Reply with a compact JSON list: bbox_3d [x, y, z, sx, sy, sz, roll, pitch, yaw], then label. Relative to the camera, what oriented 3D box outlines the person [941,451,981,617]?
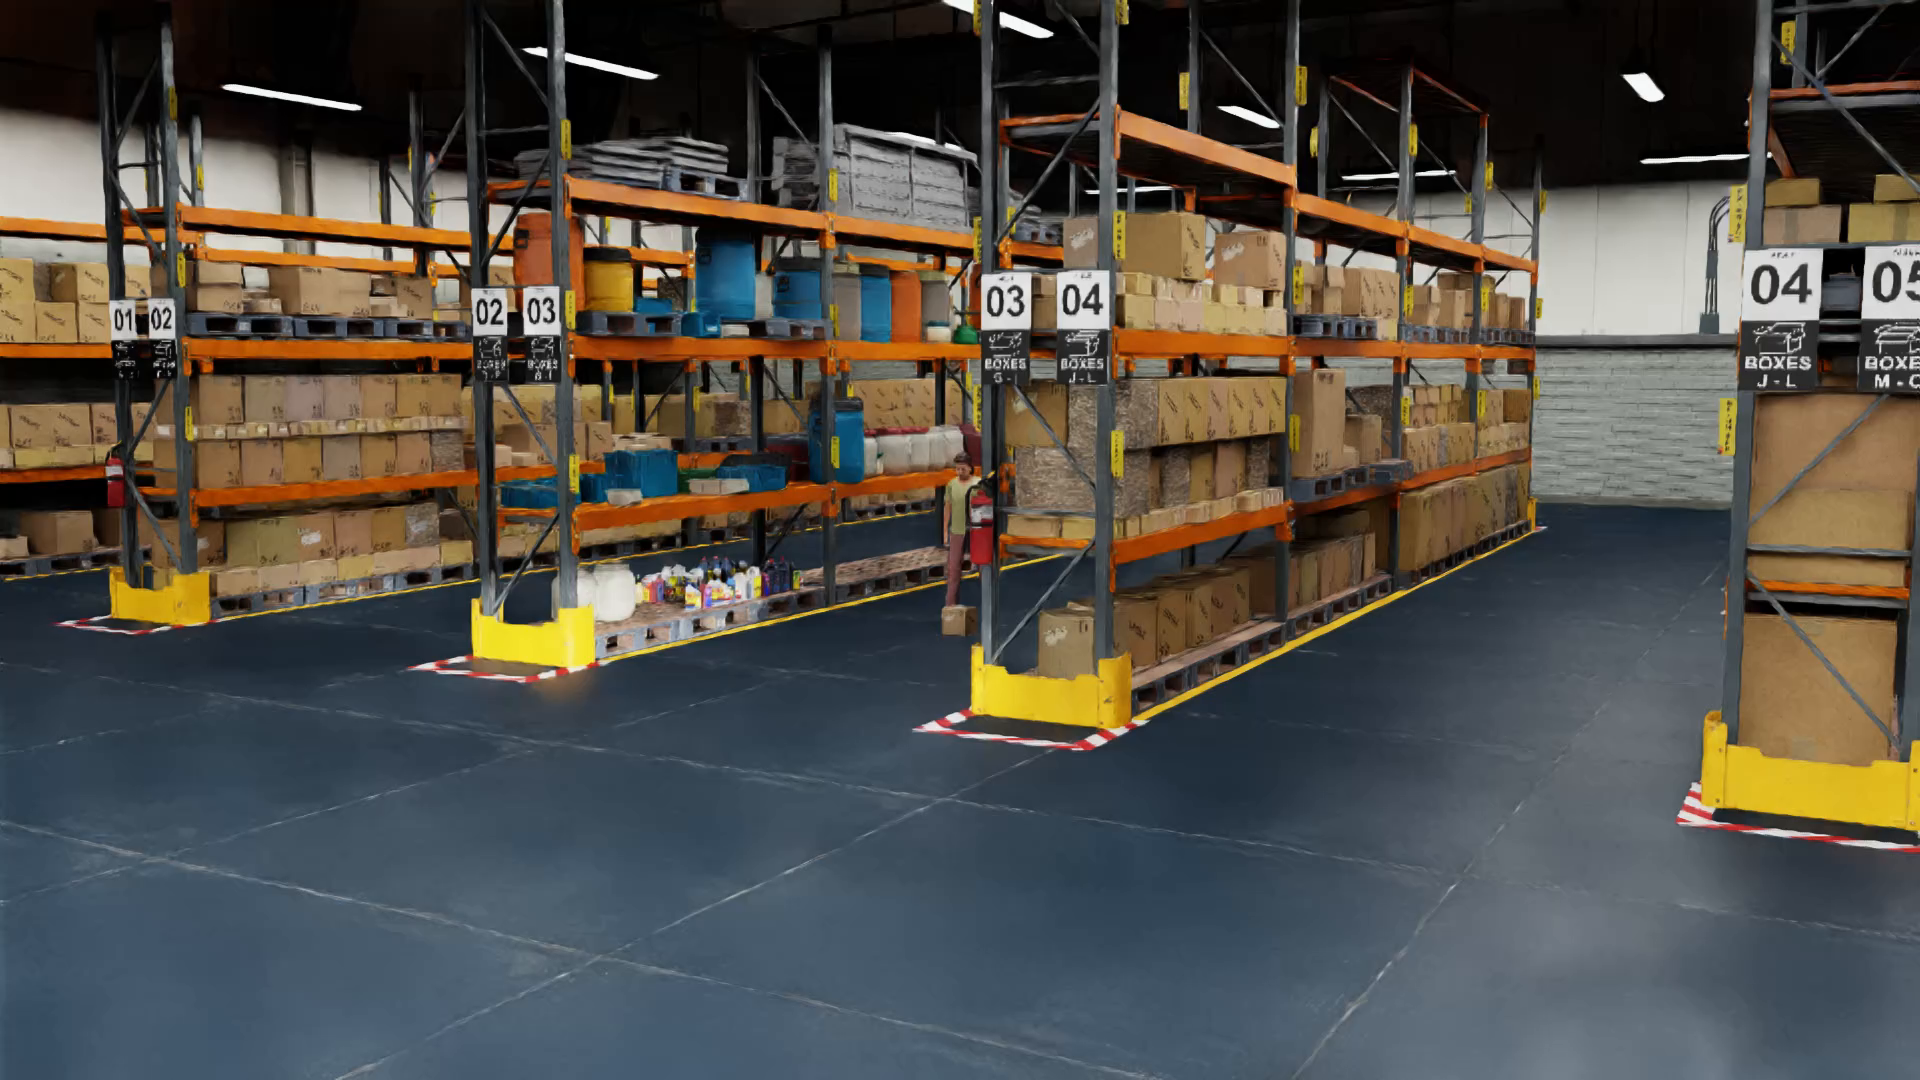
[{"bbox_3d":[0.101,-0.053,16.634,0.597,1.674,0.445,1,6,11],"label":"person"}]
